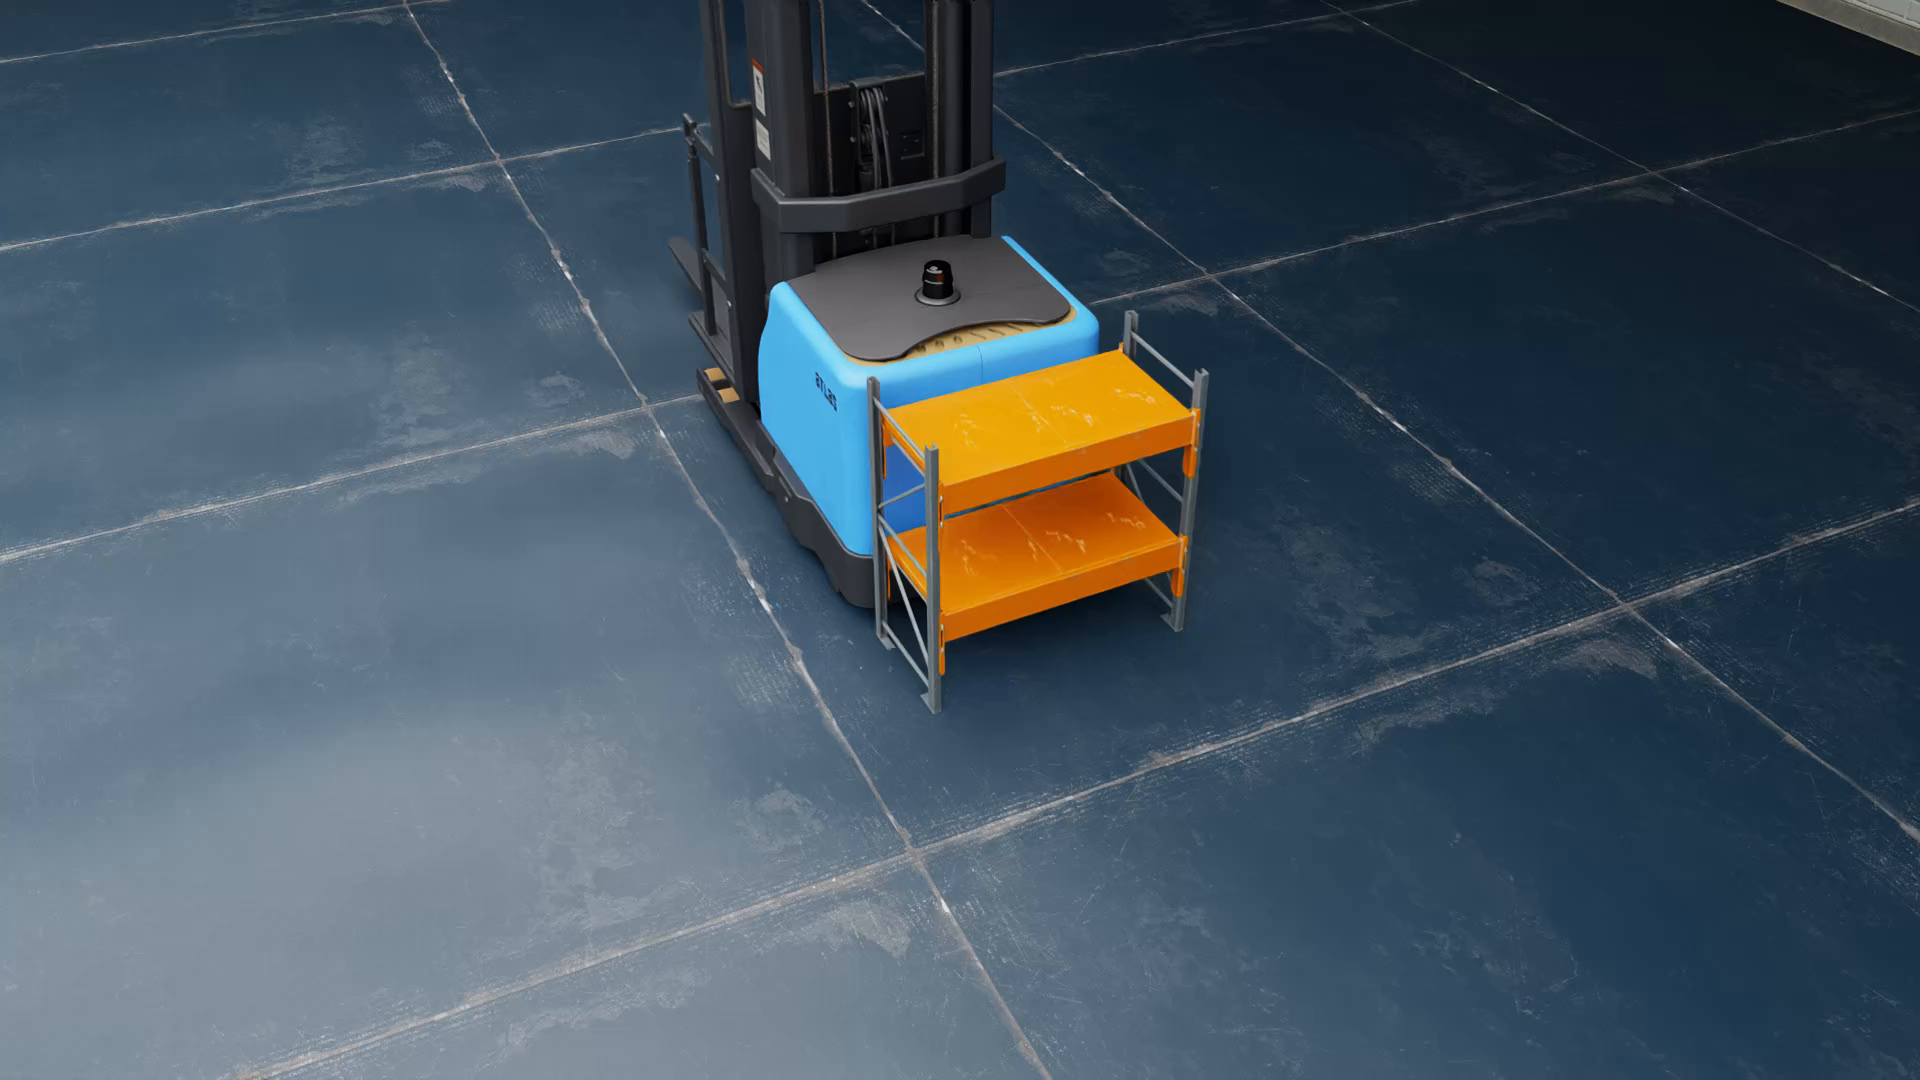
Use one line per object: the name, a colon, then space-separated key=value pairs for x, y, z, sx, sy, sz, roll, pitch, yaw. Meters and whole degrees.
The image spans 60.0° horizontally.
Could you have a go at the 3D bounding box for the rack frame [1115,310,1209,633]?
rack frame: x=0.718 y=-0.238 z=6.127 sx=0.032 sy=1.125 sz=0.500 roll=-17 pitch=40 yaw=-21

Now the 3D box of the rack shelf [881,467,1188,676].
rack shelf: x=0.263 y=0.094 z=6.090 sx=1.000 sy=0.278 sz=0.538 roll=-17 pitch=40 yaw=-21

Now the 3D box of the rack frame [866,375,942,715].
rack frame: x=-0.191 y=0.033 z=5.761 sx=0.032 sy=1.125 sz=0.500 roll=-17 pitch=40 yaw=-21

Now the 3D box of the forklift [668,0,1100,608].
forklift: x=-0.546 y=-1.790 z=6.704 sx=1.130 sy=2.935 sz=3.031 roll=-15 pitch=39 yaw=-20

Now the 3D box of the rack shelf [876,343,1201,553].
rack shelf: x=0.263 y=-0.338 z=5.770 sx=1.000 sy=0.278 sz=0.538 roll=-17 pitch=40 yaw=-21

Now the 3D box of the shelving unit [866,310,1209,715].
shelving unit: x=0.263 y=-0.103 z=5.944 sx=1.048 sy=1.125 sz=0.538 roll=-17 pitch=40 yaw=-21
